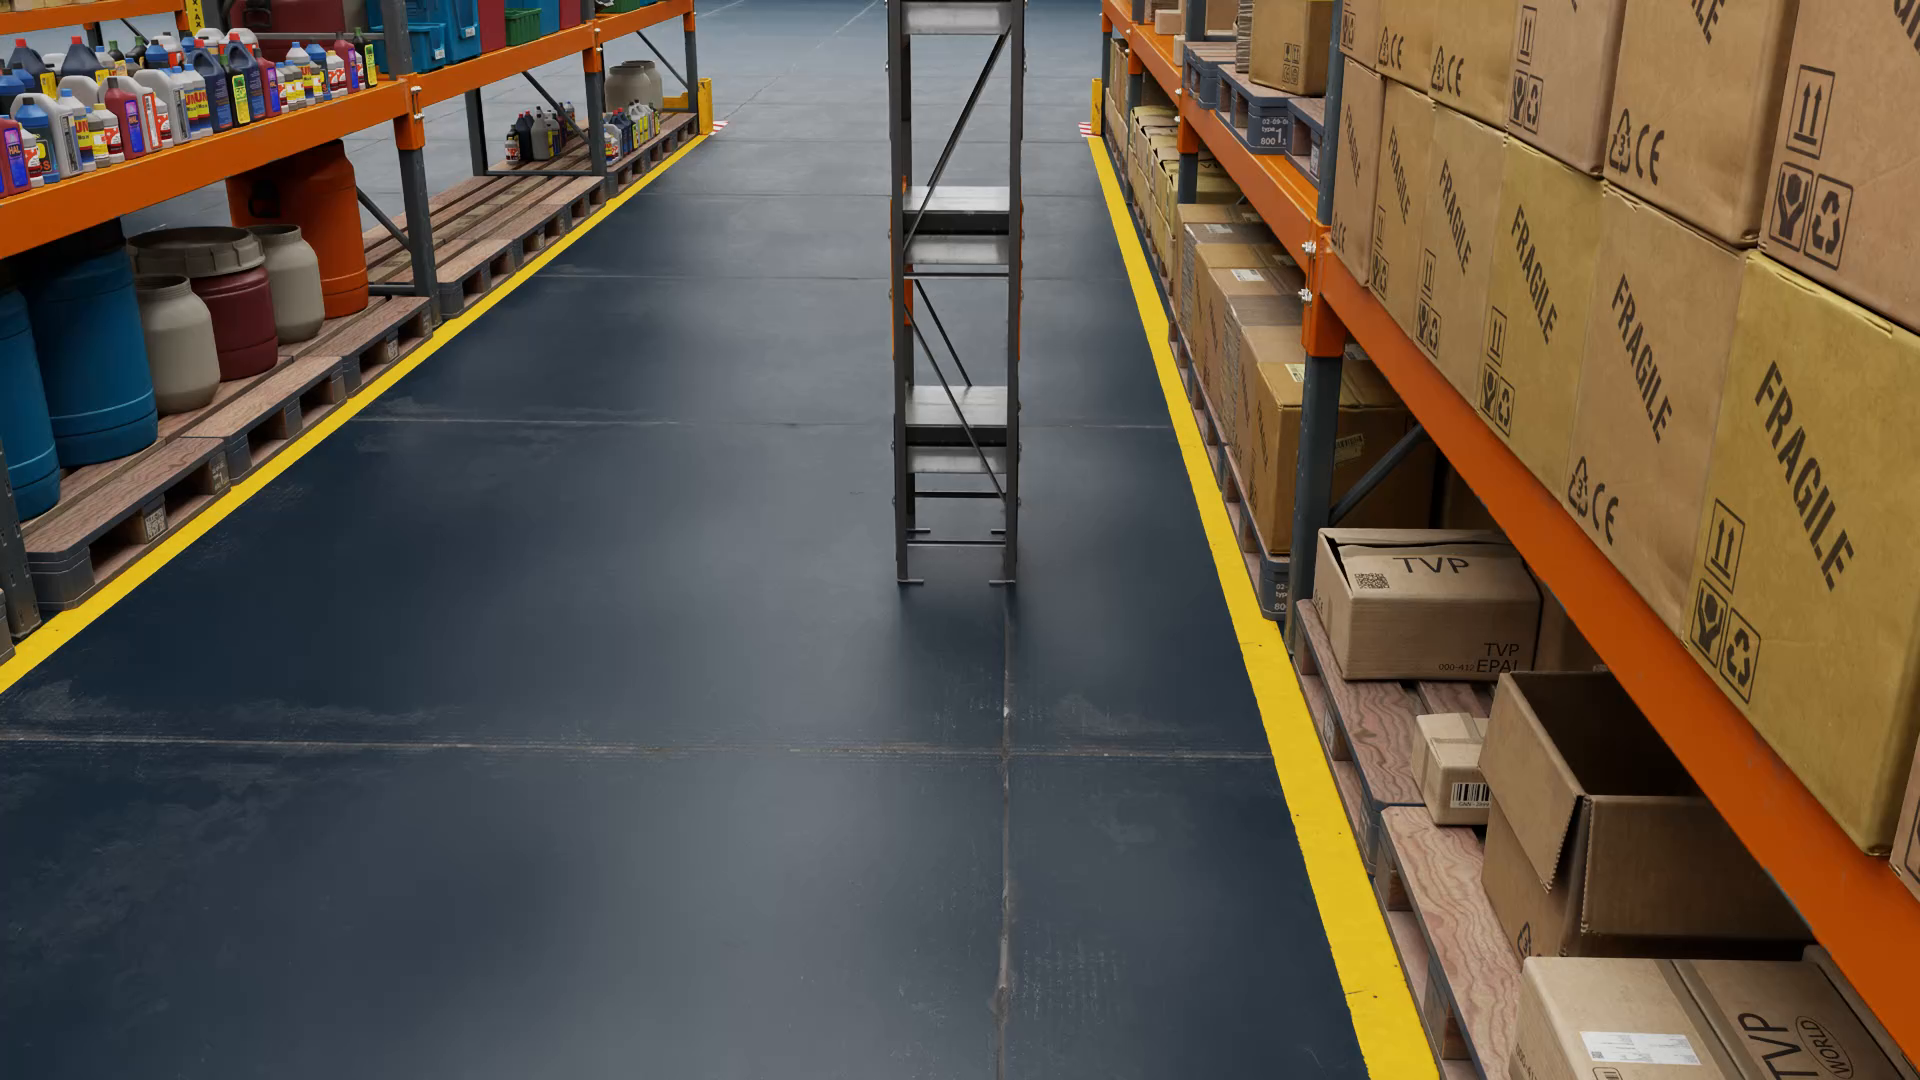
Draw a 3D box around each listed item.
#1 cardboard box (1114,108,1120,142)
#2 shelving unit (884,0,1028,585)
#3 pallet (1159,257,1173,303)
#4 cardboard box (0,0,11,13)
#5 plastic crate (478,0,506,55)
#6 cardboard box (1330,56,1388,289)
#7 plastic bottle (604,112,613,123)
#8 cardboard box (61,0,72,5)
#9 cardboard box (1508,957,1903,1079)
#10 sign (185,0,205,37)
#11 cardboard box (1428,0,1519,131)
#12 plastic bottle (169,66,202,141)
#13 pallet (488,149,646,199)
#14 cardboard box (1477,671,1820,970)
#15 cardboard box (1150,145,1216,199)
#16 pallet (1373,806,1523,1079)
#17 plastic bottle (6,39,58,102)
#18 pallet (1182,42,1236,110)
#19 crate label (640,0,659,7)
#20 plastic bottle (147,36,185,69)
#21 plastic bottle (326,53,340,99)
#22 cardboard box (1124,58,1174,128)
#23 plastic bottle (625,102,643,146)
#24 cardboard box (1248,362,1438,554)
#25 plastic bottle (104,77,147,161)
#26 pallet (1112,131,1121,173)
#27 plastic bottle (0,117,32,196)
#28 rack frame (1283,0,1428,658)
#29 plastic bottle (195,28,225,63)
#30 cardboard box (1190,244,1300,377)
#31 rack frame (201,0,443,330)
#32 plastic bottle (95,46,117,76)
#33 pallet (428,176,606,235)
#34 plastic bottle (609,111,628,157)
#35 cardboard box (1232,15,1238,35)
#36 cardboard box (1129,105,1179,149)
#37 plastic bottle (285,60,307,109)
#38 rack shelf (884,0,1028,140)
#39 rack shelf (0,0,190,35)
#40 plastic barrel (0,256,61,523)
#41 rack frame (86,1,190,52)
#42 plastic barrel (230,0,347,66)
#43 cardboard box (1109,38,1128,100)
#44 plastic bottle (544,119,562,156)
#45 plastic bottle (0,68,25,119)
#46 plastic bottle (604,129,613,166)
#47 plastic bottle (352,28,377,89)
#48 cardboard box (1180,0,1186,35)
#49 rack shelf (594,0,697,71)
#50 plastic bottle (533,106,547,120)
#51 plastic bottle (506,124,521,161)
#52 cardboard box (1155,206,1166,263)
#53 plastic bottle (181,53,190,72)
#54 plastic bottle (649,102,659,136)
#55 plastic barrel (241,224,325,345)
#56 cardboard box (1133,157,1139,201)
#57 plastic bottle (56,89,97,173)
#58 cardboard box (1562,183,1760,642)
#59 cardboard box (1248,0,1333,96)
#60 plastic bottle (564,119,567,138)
[{"bbox_3d":[1.590,-3.572,14.310,0.500,0.250,0.500,1,21,2],"label":"cardboard box"},{"bbox_3d":[-0.005,-0.919,5.495,0.431,2.100,0.503,1,21,2],"label":"shelving unit"},{"bbox_3d":[1.697,-1.497,9.595,1.003,0.211,1.213,1,21,2],"label":"pallet"},{"bbox_3d":[-7.841,-4.285,13.273,0.380,0.149,0.250,1,21,2],"label":"cardboard box"},{"bbox_3d":[-2.963,-3.166,9.954,0.402,0.464,0.583,1,21,2],"label":"plastic crate"},{"bbox_3d":[1.223,-0.919,4.112,0.500,0.500,0.500,1,21,3],"label":"cardboard box"},{"bbox_3d":[-2.888,-3.439,13.902,0.152,0.276,0.135,1,21,2],"label":"plastic bottle"},{"bbox_3d":[-7.846,-4.647,14.206,0.380,0.149,0.250,1,21,2],"label":"cardboard box"},{"bbox_3d":[1.218,0.927,2.686,0.500,0.250,0.500,1,21,2],"label":"cardboard box"},{"bbox_3d":[-3.868,-2.635,8.448,0.100,0.325,0.005,1,21,2],"label":"sign"},{"bbox_3d":[1.184,-1.027,3.008,0.500,0.500,0.500,0,21,0],"label":"cardboard box"},{"bbox_3d":[-2.979,-1.673,6.371,0.097,0.271,0.097,0,21,0],"label":"plastic bottle"},{"bbox_3d":[-3.135,-2.944,13.325,1.003,0.211,1.213,1,21,2],"label":"pallet"},{"bbox_3d":[1.459,0.585,3.218,0.797,0.503,0.637,1,21,2],"label":"cardboard box"},{"bbox_3d":[1.430,-2.238,10.095,0.500,0.311,0.500,0,21,1],"label":"cardboard box"},{"bbox_3d":[1.455,0.937,3.322,1.003,0.211,1.213,1,21,2],"label":"pallet"},{"bbox_3d":[-3.706,-1.821,6.643,0.144,0.351,0.185,1,21,2],"label":"plastic bottle"},{"bbox_3d":[1.682,-2.164,7.726,1.213,0.211,1.003,1,21,2],"label":"pallet"},{"bbox_3d":[-2.861,-4.796,14.194,0.502,0.435,0.616,1,21,2],"label":"crate label"},{"bbox_3d":[-3.669,-2.178,7.666,0.152,0.276,0.135,1,21,2],"label":"plastic bottle"},{"bbox_3d":[-2.936,-2.152,7.703,0.097,0.201,0.097,0,21,0],"label":"plastic bottle"},{"bbox_3d":[1.577,-3.560,13.242,0.500,0.500,0.500,1,21,2],"label":"cardboard box"},{"bbox_3d":[-2.739,-3.481,13.908,0.144,0.351,0.185,0,21,1],"label":"plastic bottle"},{"bbox_3d":[1.239,-0.275,5.438,0.500,0.500,0.500,1,21,1],"label":"cardboard box"},{"bbox_3d":[-2.975,-1.504,5.920,0.061,0.283,0.133,1,21,2],"label":"plastic bottle"},{"bbox_3d":[1.855,-3.375,14.436,1.003,0.211,1.213,1,21,2],"label":"pallet"},{"bbox_3d":[-2.998,-1.231,5.216,0.061,0.283,0.133,1,21,2],"label":"plastic bottle"},{"bbox_3d":[1.511,-1.053,4.597,1.000,3.000,0.127,1,21,2],"label":"rack frame"},{"bbox_3d":[-3.655,-2.345,8.097,0.152,0.276,0.135,1,21,2],"label":"plastic bottle"},{"bbox_3d":[1.303,-1.007,7.326,0.500,0.500,0.500,0,21,1],"label":"cardboard box"},{"bbox_3d":[-3.318,-2.556,8.469,1.000,3.000,0.127,1,21,2],"label":"rack frame"},{"bbox_3d":[-3.711,-2.002,7.220,0.097,0.271,0.097,0,21,0],"label":"plastic bottle"},{"bbox_3d":[-3.182,-2.417,11.968,1.003,0.211,1.213,1,21,2],"label":"pallet"},{"bbox_3d":[-2.757,-3.259,13.336,0.144,0.351,0.185,1,21,3],"label":"plastic bottle"},{"bbox_3d":[1.687,-2.589,8.679,0.500,0.311,0.500,2,21,5],"label":"cardboard box"},{"bbox_3d":[1.493,-2.975,11.994,0.500,0.311,0.500,1,21,2],"label":"cardboard box"},{"bbox_3d":[-2.948,-2.011,7.340,0.097,0.201,0.097,0,21,0],"label":"plastic bottle"},{"bbox_3d":[-0.005,-1.559,5.247,0.431,0.518,0.480,1,21,2],"label":"rack shelf"},{"bbox_3d":[-8.087,-4.444,14.330,1.077,0.370,4.000,1,21,2],"label":"rack shelf"},{"bbox_3d":[-3.406,-0.523,5.551,0.600,0.901,0.708,1,21,2],"label":"plastic barrel"},{"bbox_3d":[-8.026,-5.503,16.064,1.000,3.000,0.127,1,21,2],"label":"rack frame"},{"bbox_3d":[-3.607,-2.790,8.885,0.600,0.536,0.708,1,21,2],"label":"plastic barrel"},{"bbox_3d":[1.624,-4.284,15.106,0.500,0.500,0.500,1,21,2],"label":"cardboard box"},{"bbox_3d":[-3.311,-3.250,13.416,0.152,0.276,0.135,1,21,2],"label":"plastic bottle"},{"bbox_3d":[-3.588,-1.648,6.307,0.097,0.271,0.097,0,21,0],"label":"plastic bottle"},{"bbox_3d":[-2.749,-3.045,12.895,0.097,0.271,0.097,0,21,0],"label":"plastic bottle"},{"bbox_3d":[-2.904,-2.350,8.101,0.061,0.283,0.133,1,21,2],"label":"plastic bottle"},{"bbox_3d":[1.699,-3.525,10.828,0.500,0.500,0.500,2,21,6],"label":"cardboard box"},{"bbox_3d":[-3.136,-4.390,14.190,1.077,0.370,4.000,1,21,2],"label":"rack shelf"},{"bbox_3d":[-3.450,-3.394,13.684,0.144,0.351,0.185,1,21,1],"label":"plastic bottle"},{"bbox_3d":[-3.512,-3.118,13.066,0.061,0.283,0.133,2,21,4],"label":"plastic bottle"},{"bbox_3d":[1.417,-1.793,9.724,0.500,0.250,0.500,0,21,1],"label":"cardboard box"},{"bbox_3d":[-3.543,-2.148,7.693,0.097,0.201,0.097,0,21,0],"label":"plastic bottle"},{"bbox_3d":[-2.678,-3.676,14.502,0.061,0.283,0.133,1,21,3],"label":"plastic bottle"},{"bbox_3d":[-3.244,-1.209,7.858,0.421,0.512,0.421,0,21,0],"label":"plastic barrel"},{"bbox_3d":[1.477,-2.532,11.628,0.500,0.250,0.500,1,21,3],"label":"cardboard box"},{"bbox_3d":[-3.003,-1.386,5.633,0.097,0.271,0.097,0,21,0],"label":"plastic bottle"},{"bbox_3d":[1.164,-0.187,2.225,0.500,0.500,0.500,1,21,2],"label":"cardboard box"},{"bbox_3d":[1.503,-1.935,6.151,0.700,0.500,0.500,-5,22,-12],"label":"cardboard box"},{"bbox_3d":[-3.452,-3.605,14.337,0.097,0.271,0.097,0,21,0],"label":"plastic bottle"}]
